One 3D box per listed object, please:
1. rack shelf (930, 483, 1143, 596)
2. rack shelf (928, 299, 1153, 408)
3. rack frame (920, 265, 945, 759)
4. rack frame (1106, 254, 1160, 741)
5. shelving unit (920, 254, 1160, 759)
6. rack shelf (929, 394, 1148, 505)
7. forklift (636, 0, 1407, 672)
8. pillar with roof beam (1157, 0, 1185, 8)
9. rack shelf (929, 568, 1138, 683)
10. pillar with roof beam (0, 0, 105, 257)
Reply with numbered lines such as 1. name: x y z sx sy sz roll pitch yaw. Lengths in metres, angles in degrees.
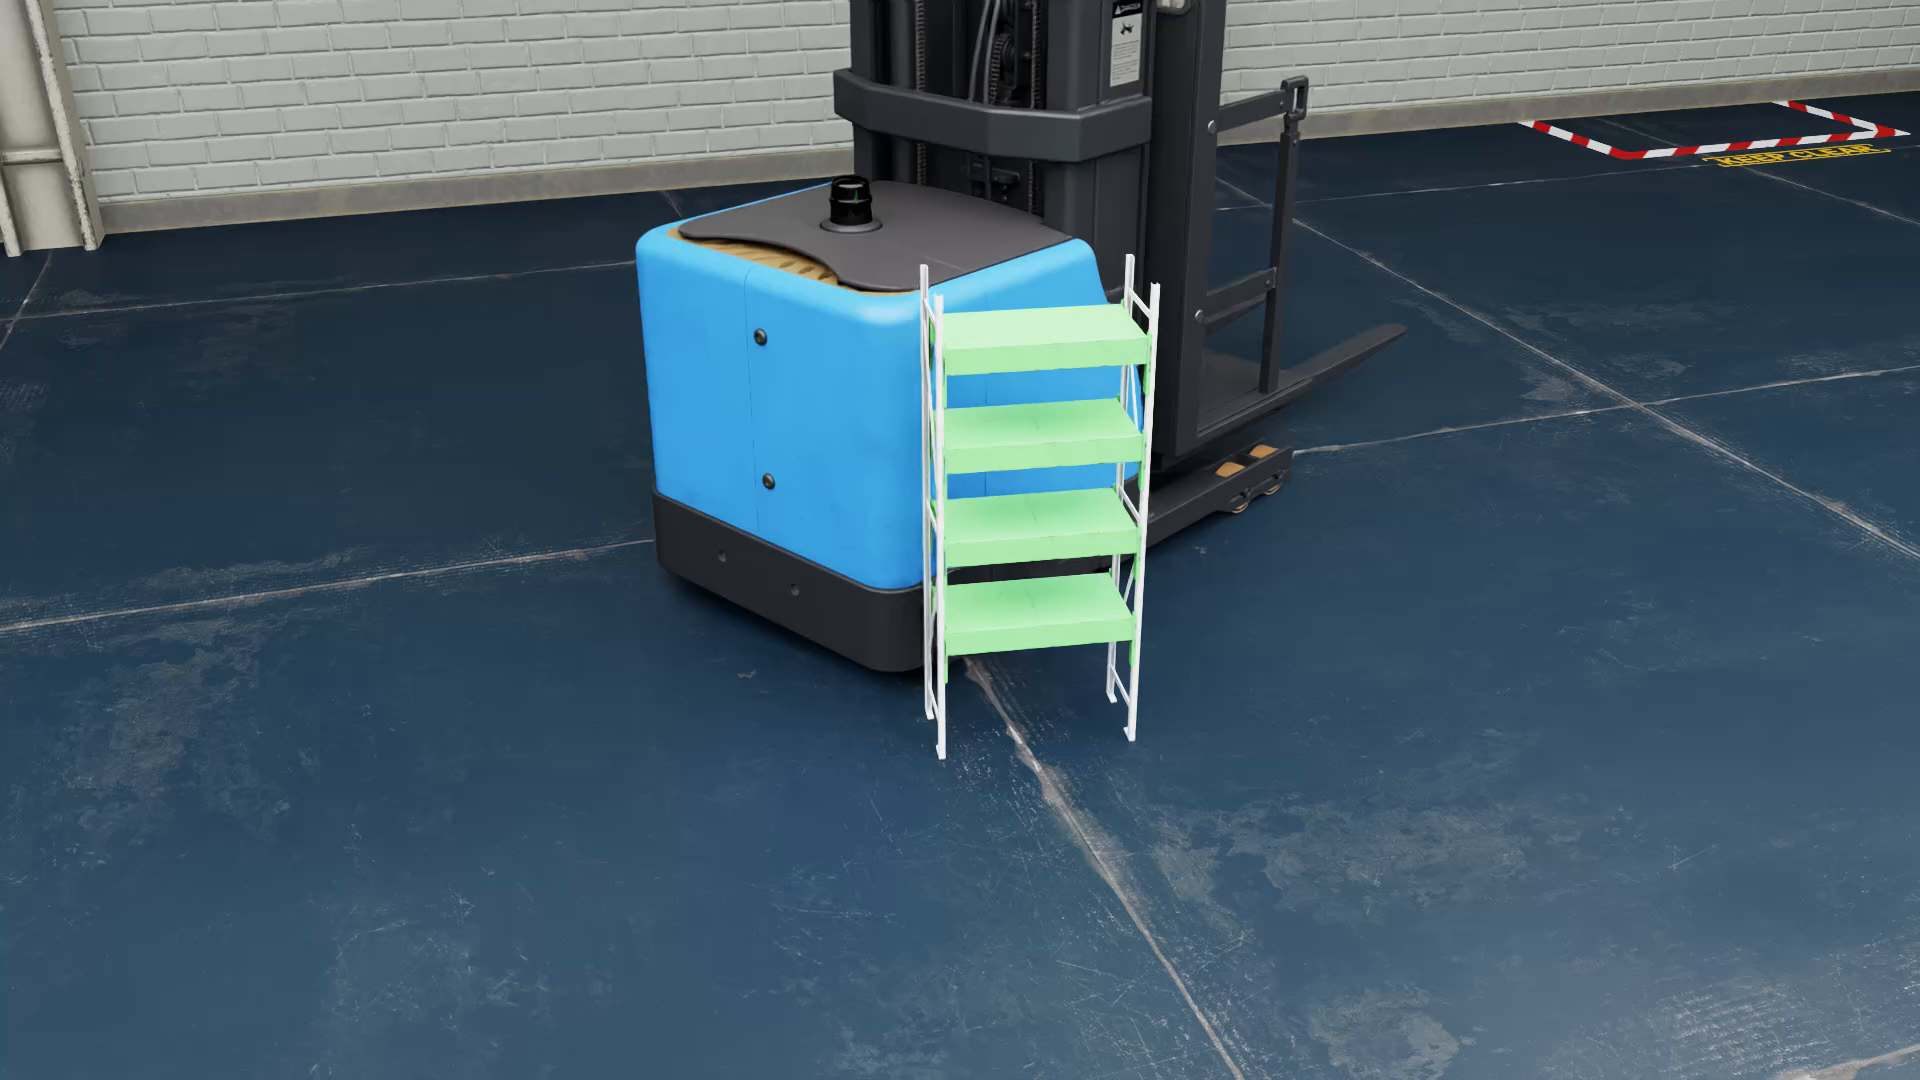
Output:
1. rack shelf: 0.176 -0.004 4.053 0.480 0.148 0.258 -4 27 -9
2. rack shelf: 0.176 -0.434 3.840 0.480 0.148 0.258 -4 27 -9
3. rack frame: -0.064 -0.043 3.988 0.015 1.200 0.240 -4 27 -9
4. rack frame: 0.417 -0.080 4.062 0.015 1.200 0.240 -4 27 -9
5. shelving unit: 0.176 -0.062 4.025 0.503 1.200 0.258 -4 27 -9
6. rack shelf: 0.176 -0.219 3.947 0.480 0.148 0.258 -4 27 -9
7. forklift: 0.459 -1.534 5.045 1.130 2.935 3.031 22 34 37
8. pillar with roof beam: 2.599 -4.491 4.176 0.400 9.000 9.100 -8 28 -16
9. rack shelf: 0.176 0.211 4.160 0.480 0.148 0.258 -4 27 -9
10. pillar with roof beam: -3.106 -3.665 2.512 0.400 9.000 9.100 -8 28 -16
